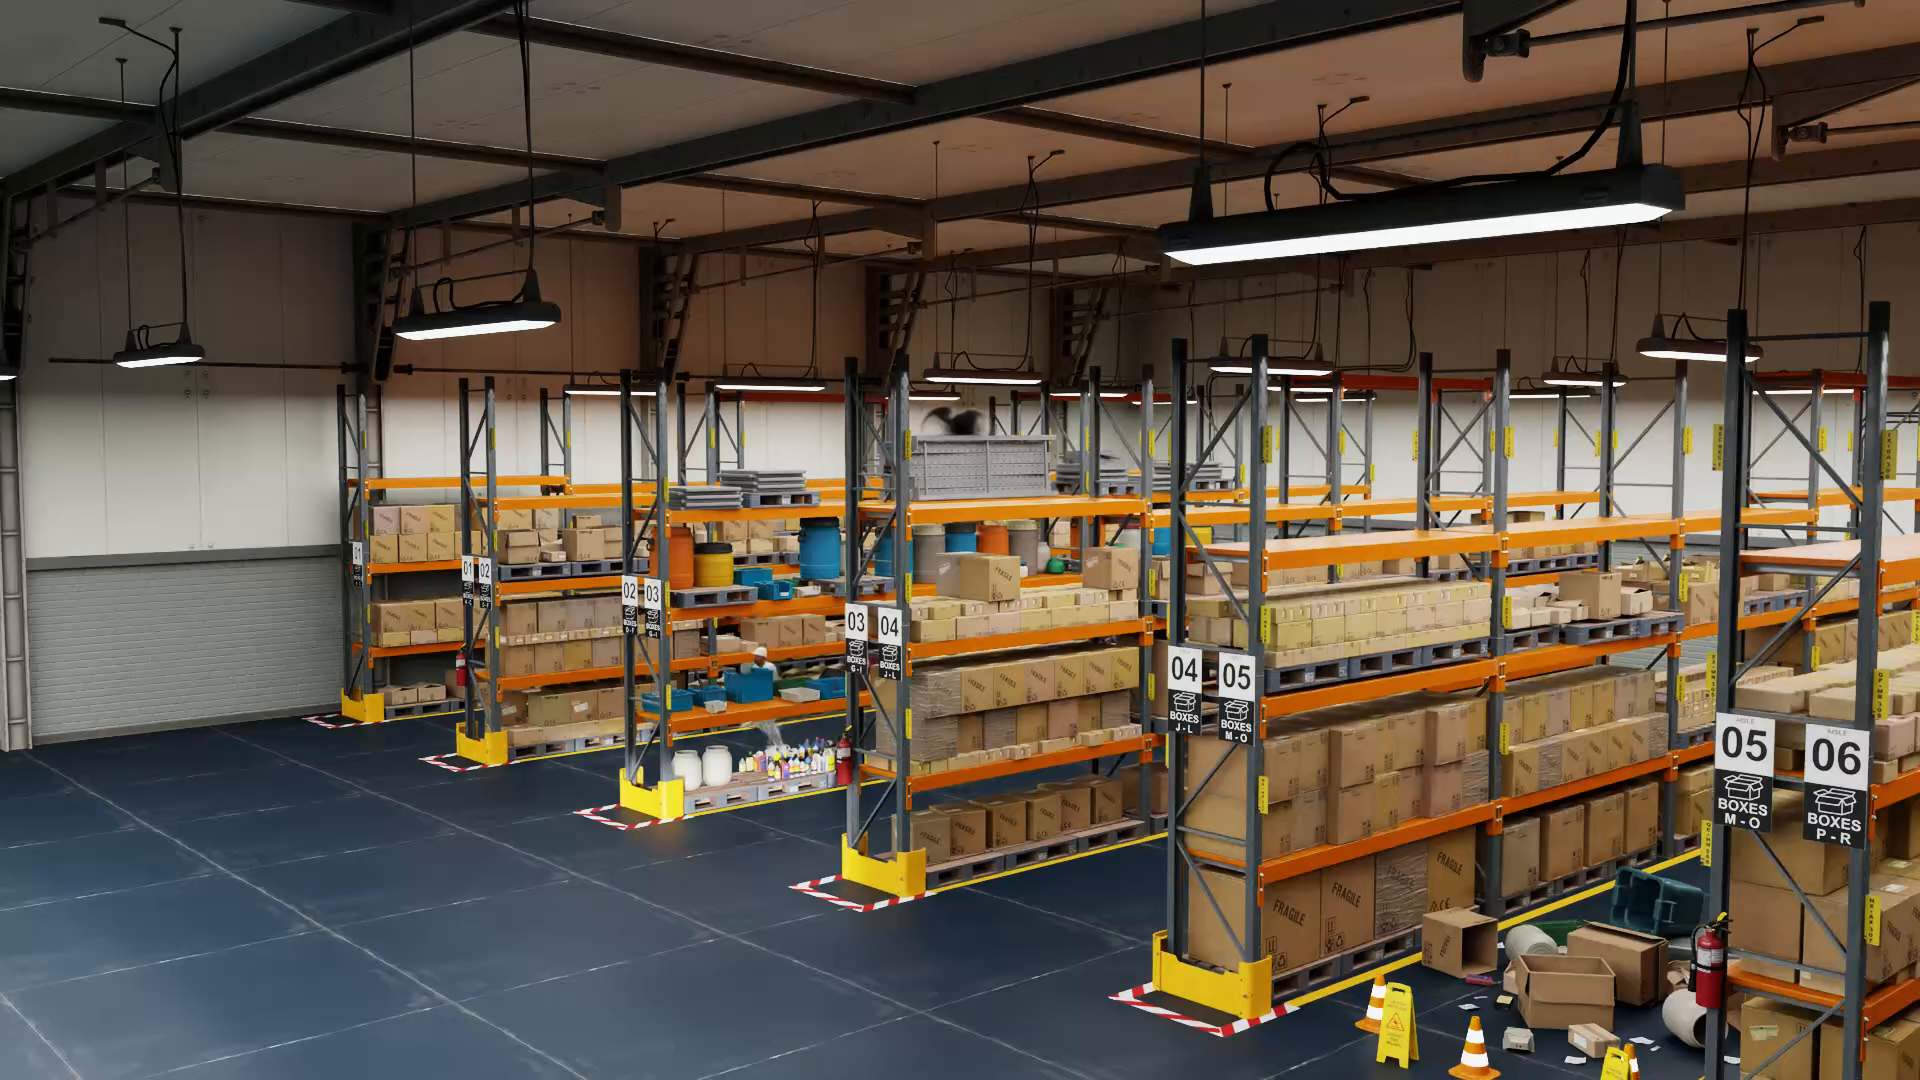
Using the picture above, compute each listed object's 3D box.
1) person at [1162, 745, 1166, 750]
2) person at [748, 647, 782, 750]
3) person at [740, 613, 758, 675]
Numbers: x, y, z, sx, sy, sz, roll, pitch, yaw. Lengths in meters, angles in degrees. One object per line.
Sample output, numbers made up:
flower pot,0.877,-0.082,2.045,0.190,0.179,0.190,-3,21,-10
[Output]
person,3.701,2.516,27.246,1.115,1.754,0.700,-4,5,-43
person,-3.128,2.542,26.591,0.640,1.695,0.729,3,5,41
person,-4.069,2.144,32.956,0.664,1.749,0.632,3,5,43
